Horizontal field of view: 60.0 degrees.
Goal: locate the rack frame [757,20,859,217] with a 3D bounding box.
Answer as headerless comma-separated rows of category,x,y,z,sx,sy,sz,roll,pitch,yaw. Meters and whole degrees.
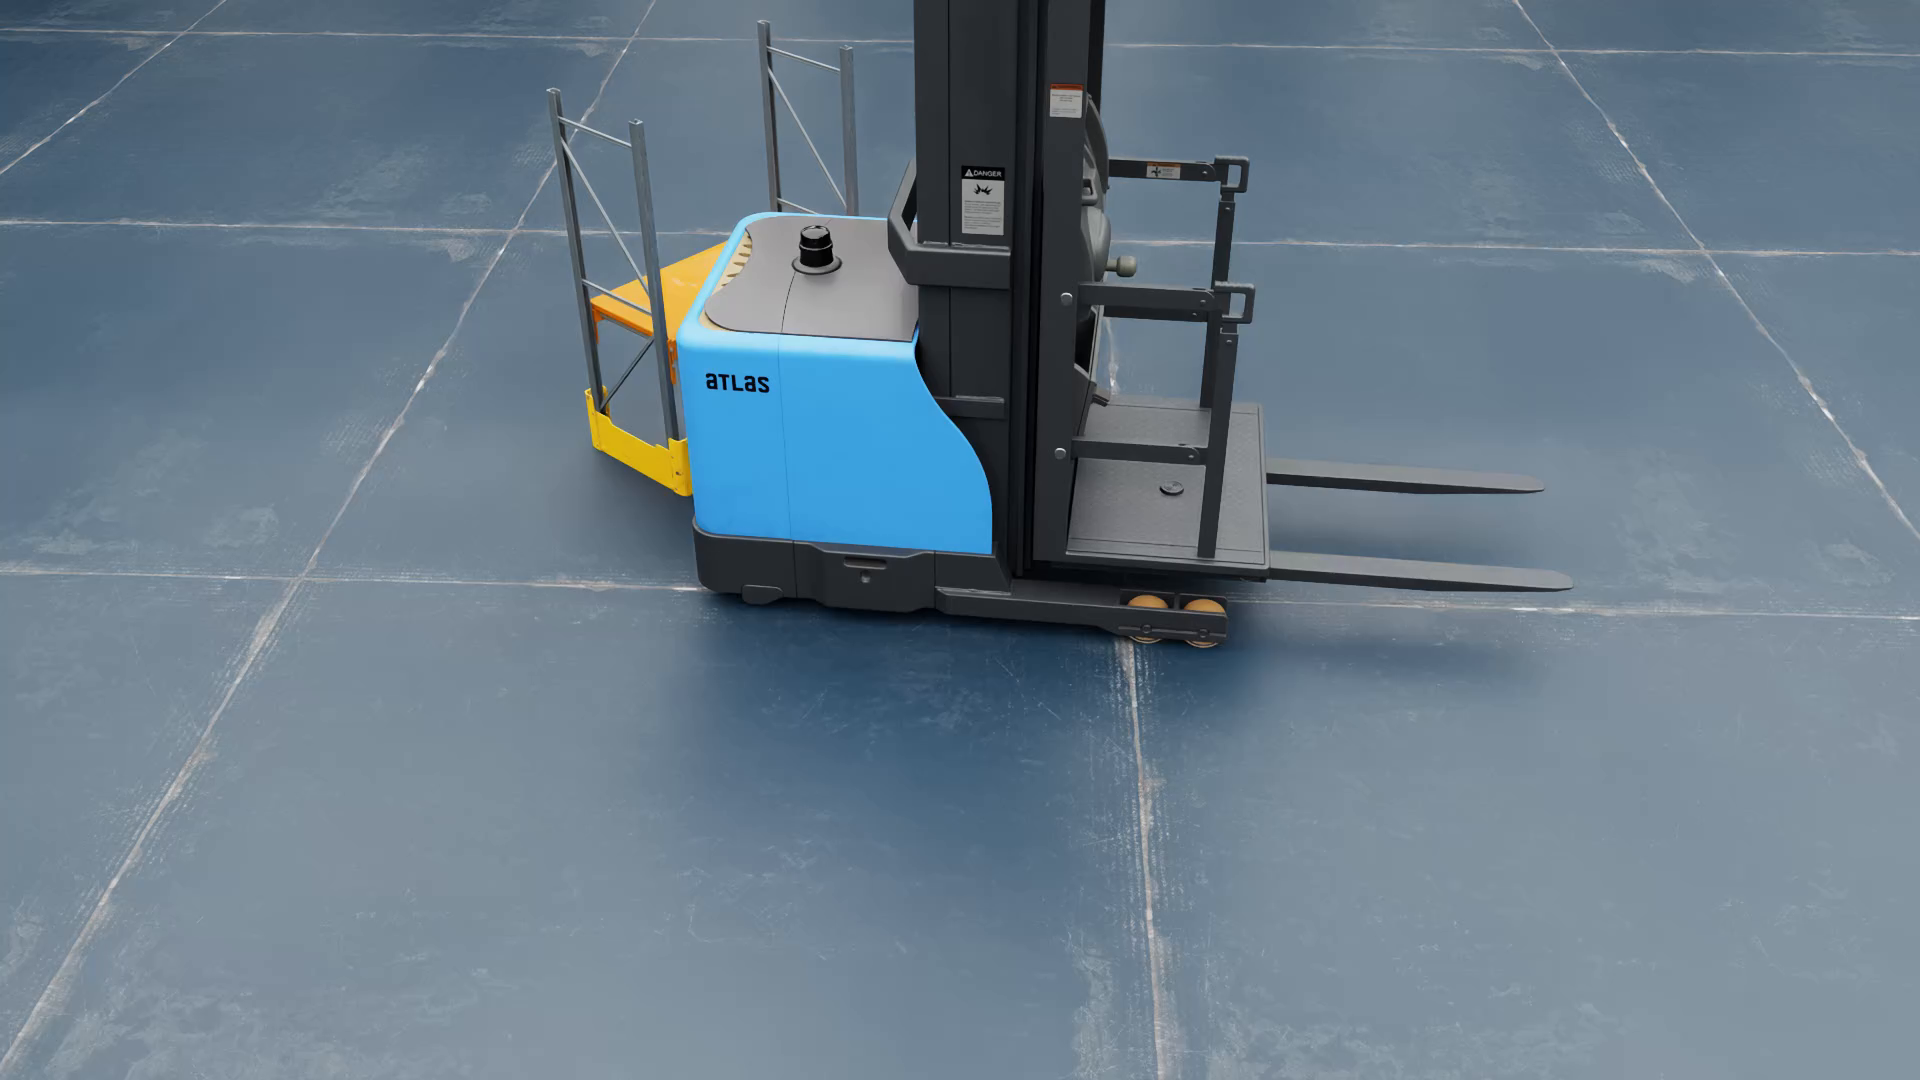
rack frame,-0.602,-1.337,6.848,0.500,1.500,0.032,27,43,33

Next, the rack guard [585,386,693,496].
rack guard,-1.263,-0.397,6.597,0.587,0.250,0.087,27,43,33

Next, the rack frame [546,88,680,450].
rack frame,-1.276,-0.900,6.226,0.500,1.500,0.032,27,43,33

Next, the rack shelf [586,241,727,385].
rack shelf,-0.939,-0.972,6.640,0.538,0.185,1.000,27,43,33

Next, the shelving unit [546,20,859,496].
shelving unit,-0.933,-1.123,6.543,0.587,1.500,1.083,27,43,33

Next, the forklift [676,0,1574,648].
forklift,0.620,-1.154,5.343,3.031,2.935,1.130,4,35,6
